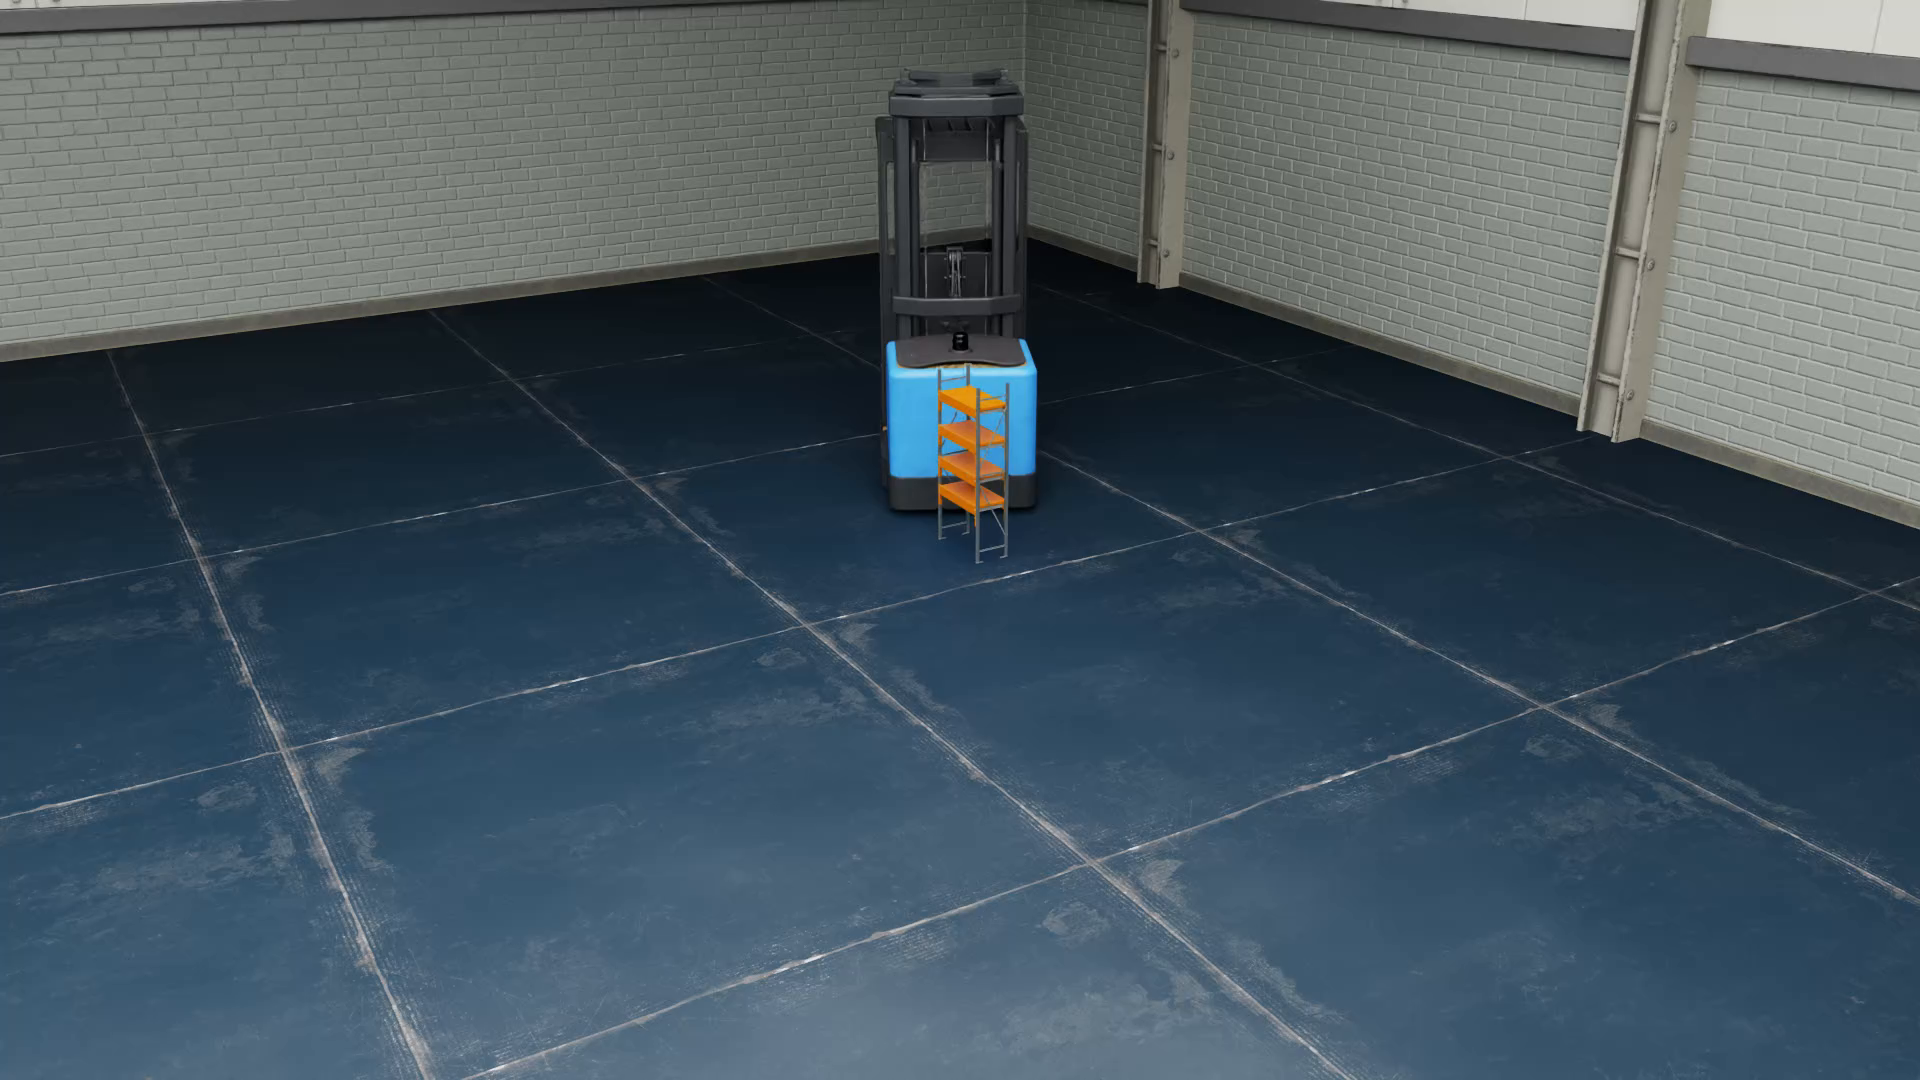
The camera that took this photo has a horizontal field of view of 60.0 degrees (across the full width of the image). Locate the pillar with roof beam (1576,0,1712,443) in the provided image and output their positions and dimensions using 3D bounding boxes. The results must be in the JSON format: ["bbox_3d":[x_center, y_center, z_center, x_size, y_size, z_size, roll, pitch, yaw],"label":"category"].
[{"bbox_3d":[1.541,-4.206,9.707,9.100,9.000,0.400,-13,25,-28],"label":"pillar with roof beam"}]

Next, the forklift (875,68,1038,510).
[{"bbox_3d":[-0.068,-2.078,12.532,1.130,2.935,3.031,-1,22,-3],"label":"forklift"}]

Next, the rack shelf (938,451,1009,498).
[{"bbox_3d":[0.085,-0.440,10.979,0.258,0.148,0.480,-13,25,-28],"label":"rack shelf"}]

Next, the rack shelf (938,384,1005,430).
[{"bbox_3d":[0.085,-0.866,10.806,0.258,0.148,0.480,-13,25,-28],"label":"rack shelf"}]

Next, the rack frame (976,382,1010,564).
[{"bbox_3d":[0.209,-0.423,10.759,0.240,1.200,0.015,-13,25,-28],"label":"rack frame"}]

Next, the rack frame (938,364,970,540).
[{"bbox_3d":[-0.040,-0.581,11.148,0.240,1.200,0.015,-13,25,-28],"label":"rack frame"}]

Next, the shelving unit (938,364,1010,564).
[{"bbox_3d":[0.085,-0.502,10.954,0.258,1.200,0.503,-13,25,-28],"label":"shelving unit"}]

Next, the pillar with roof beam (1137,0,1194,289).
[{"bbox_3d":[-1.524,-6.148,14.486,9.100,9.000,0.400,-13,25,-28],"label":"pillar with roof beam"}]

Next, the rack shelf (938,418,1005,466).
[{"bbox_3d":[0.085,-0.647,10.895,0.258,0.148,0.480,-13,25,-28],"label":"rack shelf"}]

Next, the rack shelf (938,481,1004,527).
[{"bbox_3d":[0.085,-0.256,11.054,0.258,0.148,0.480,-13,25,-28],"label":"rack shelf"}]
